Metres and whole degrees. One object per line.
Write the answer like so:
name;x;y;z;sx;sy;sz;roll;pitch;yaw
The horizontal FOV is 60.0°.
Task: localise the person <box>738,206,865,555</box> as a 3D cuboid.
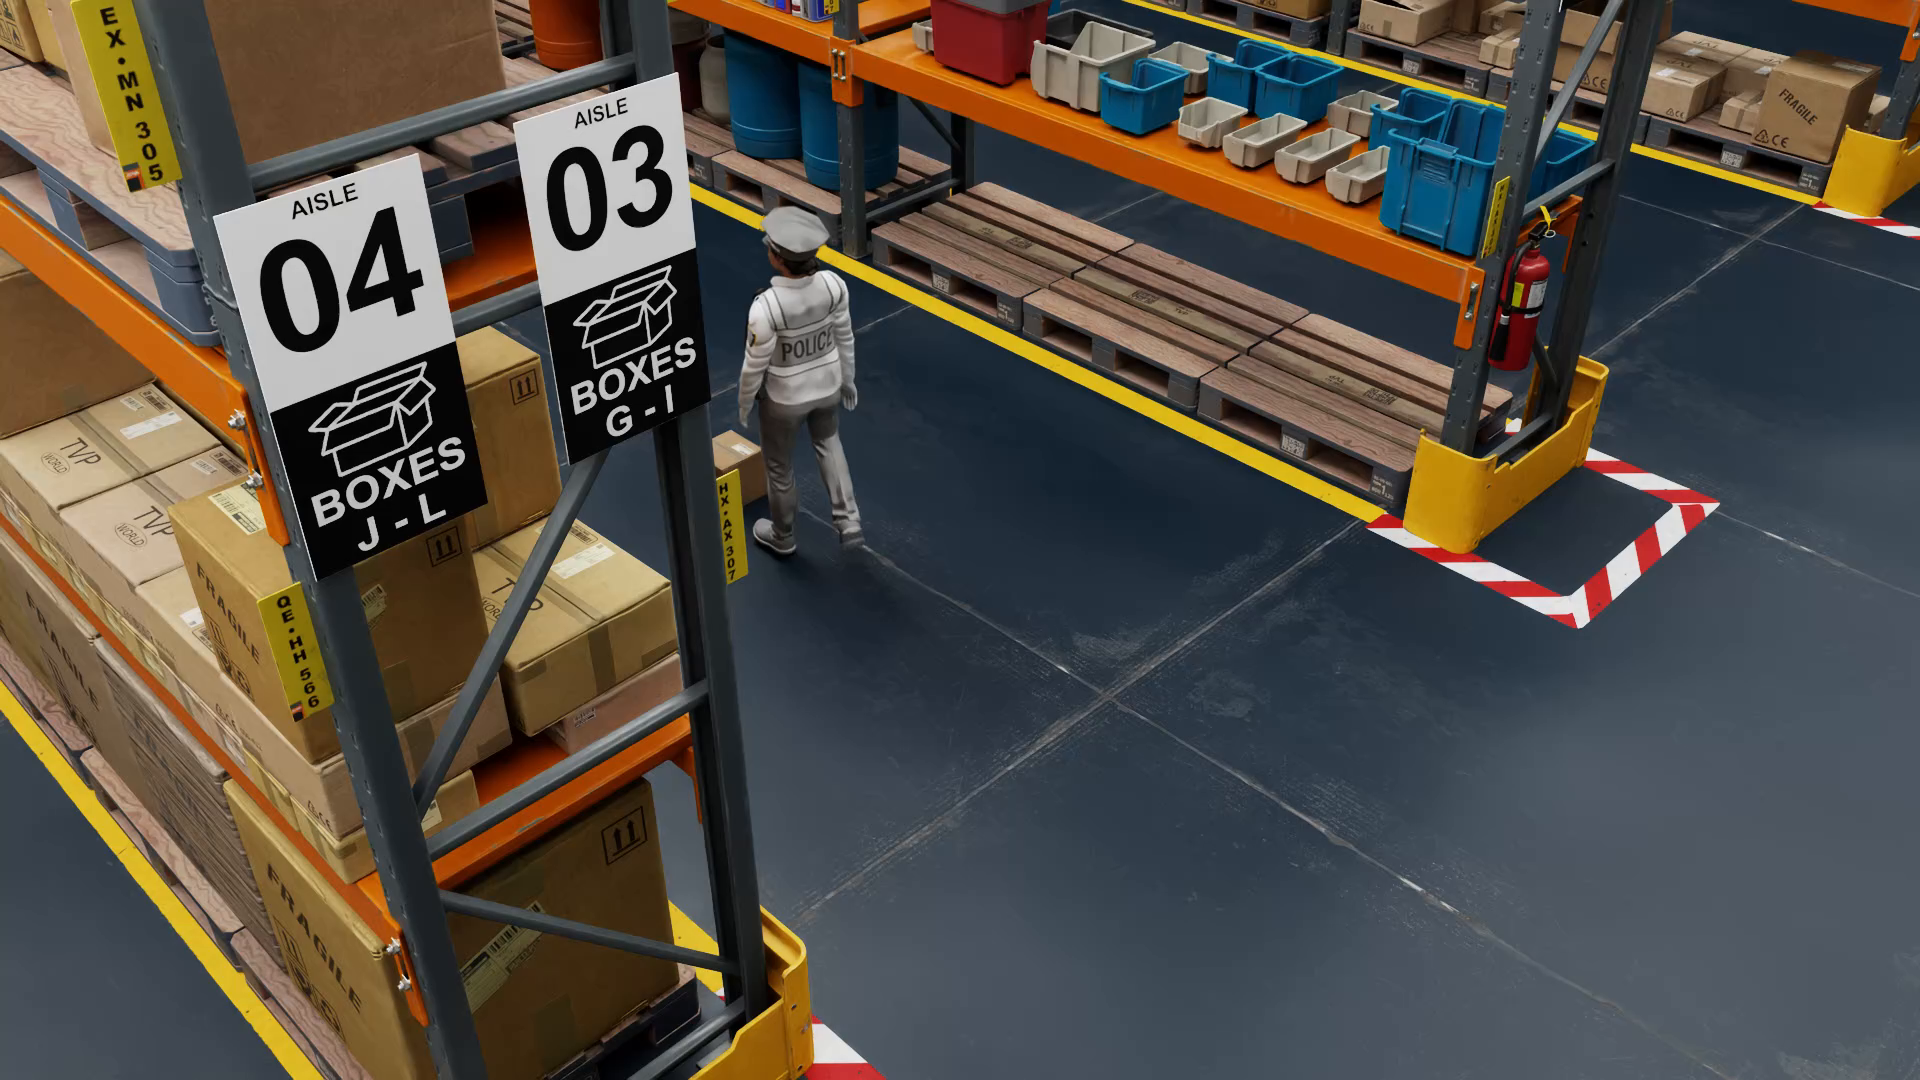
person;-0.696;-0.631;6.970;0.533;1.685;0.572;-21;41;-27
